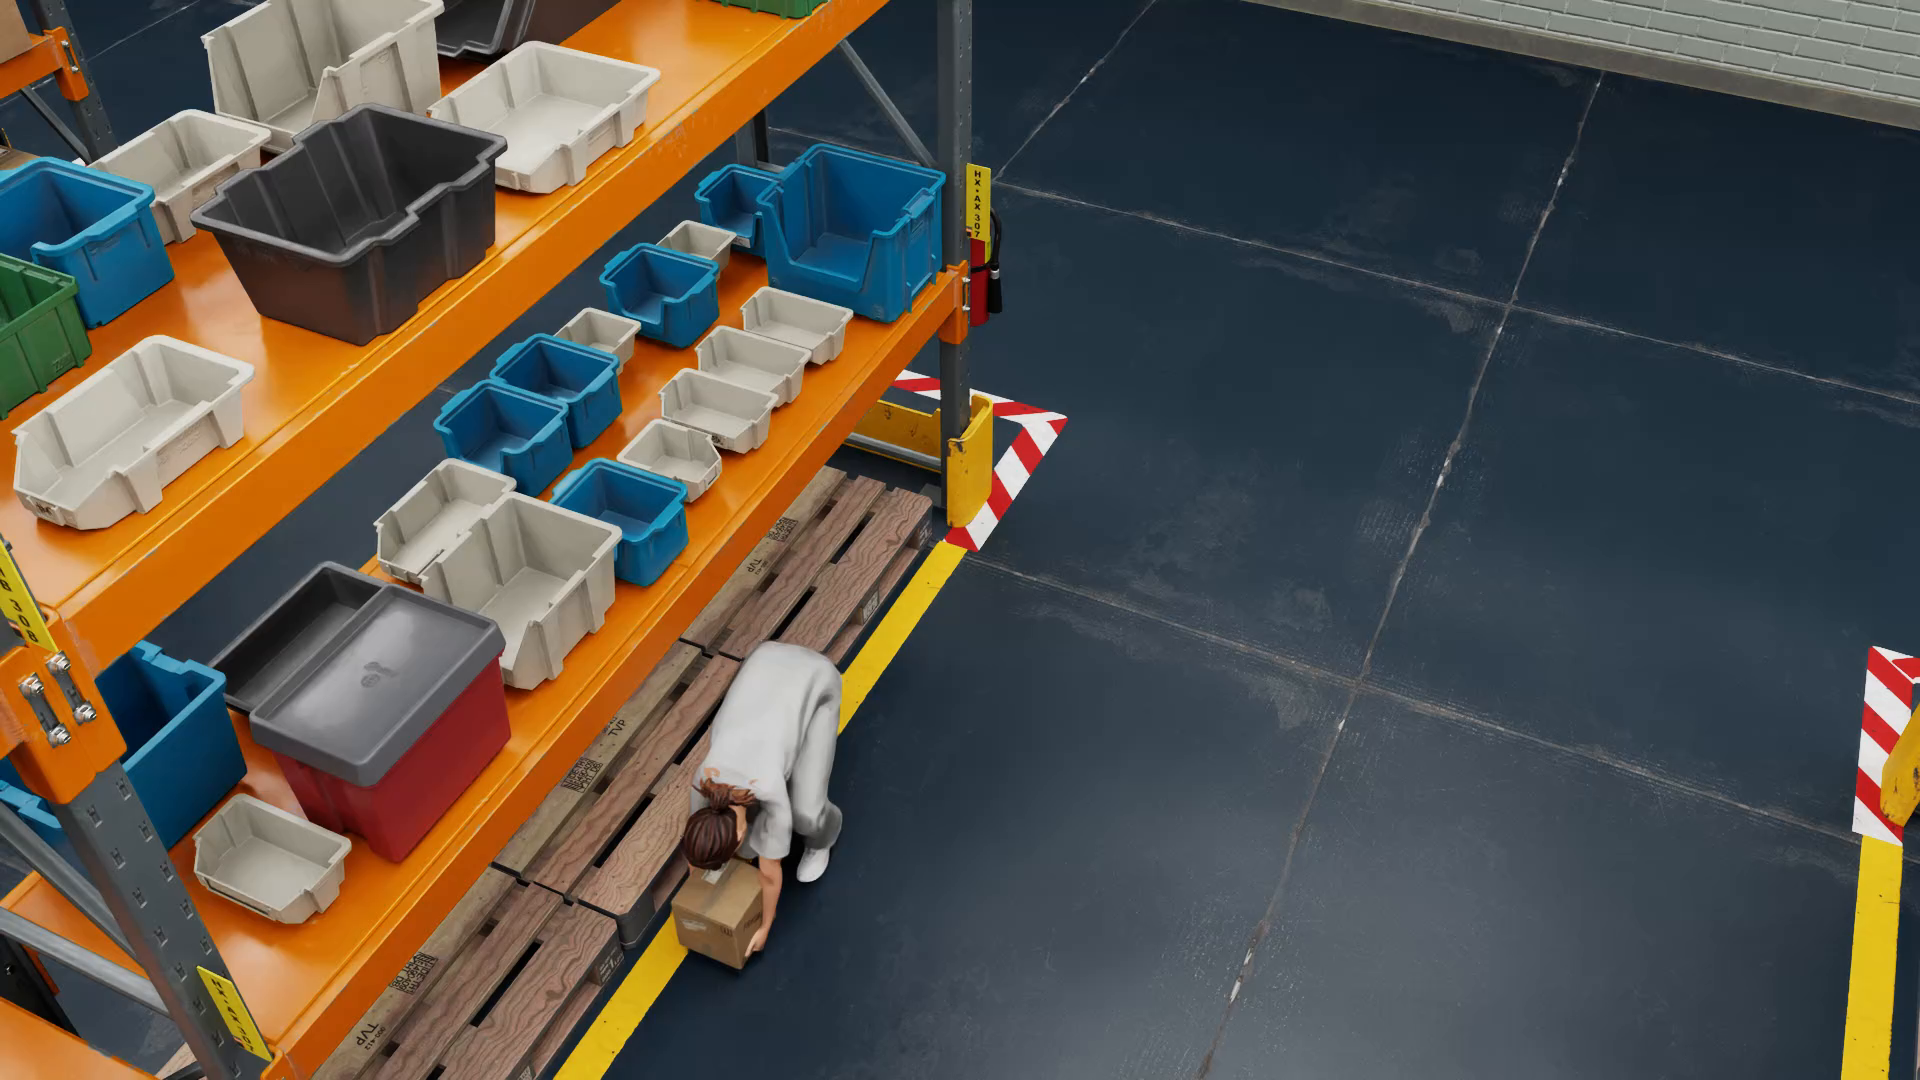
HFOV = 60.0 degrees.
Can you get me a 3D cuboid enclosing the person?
[{"bbox_3d":[-0.687,0.889,5.760,0.471,0.893,0.849,15,44,16],"label":"person"}]
